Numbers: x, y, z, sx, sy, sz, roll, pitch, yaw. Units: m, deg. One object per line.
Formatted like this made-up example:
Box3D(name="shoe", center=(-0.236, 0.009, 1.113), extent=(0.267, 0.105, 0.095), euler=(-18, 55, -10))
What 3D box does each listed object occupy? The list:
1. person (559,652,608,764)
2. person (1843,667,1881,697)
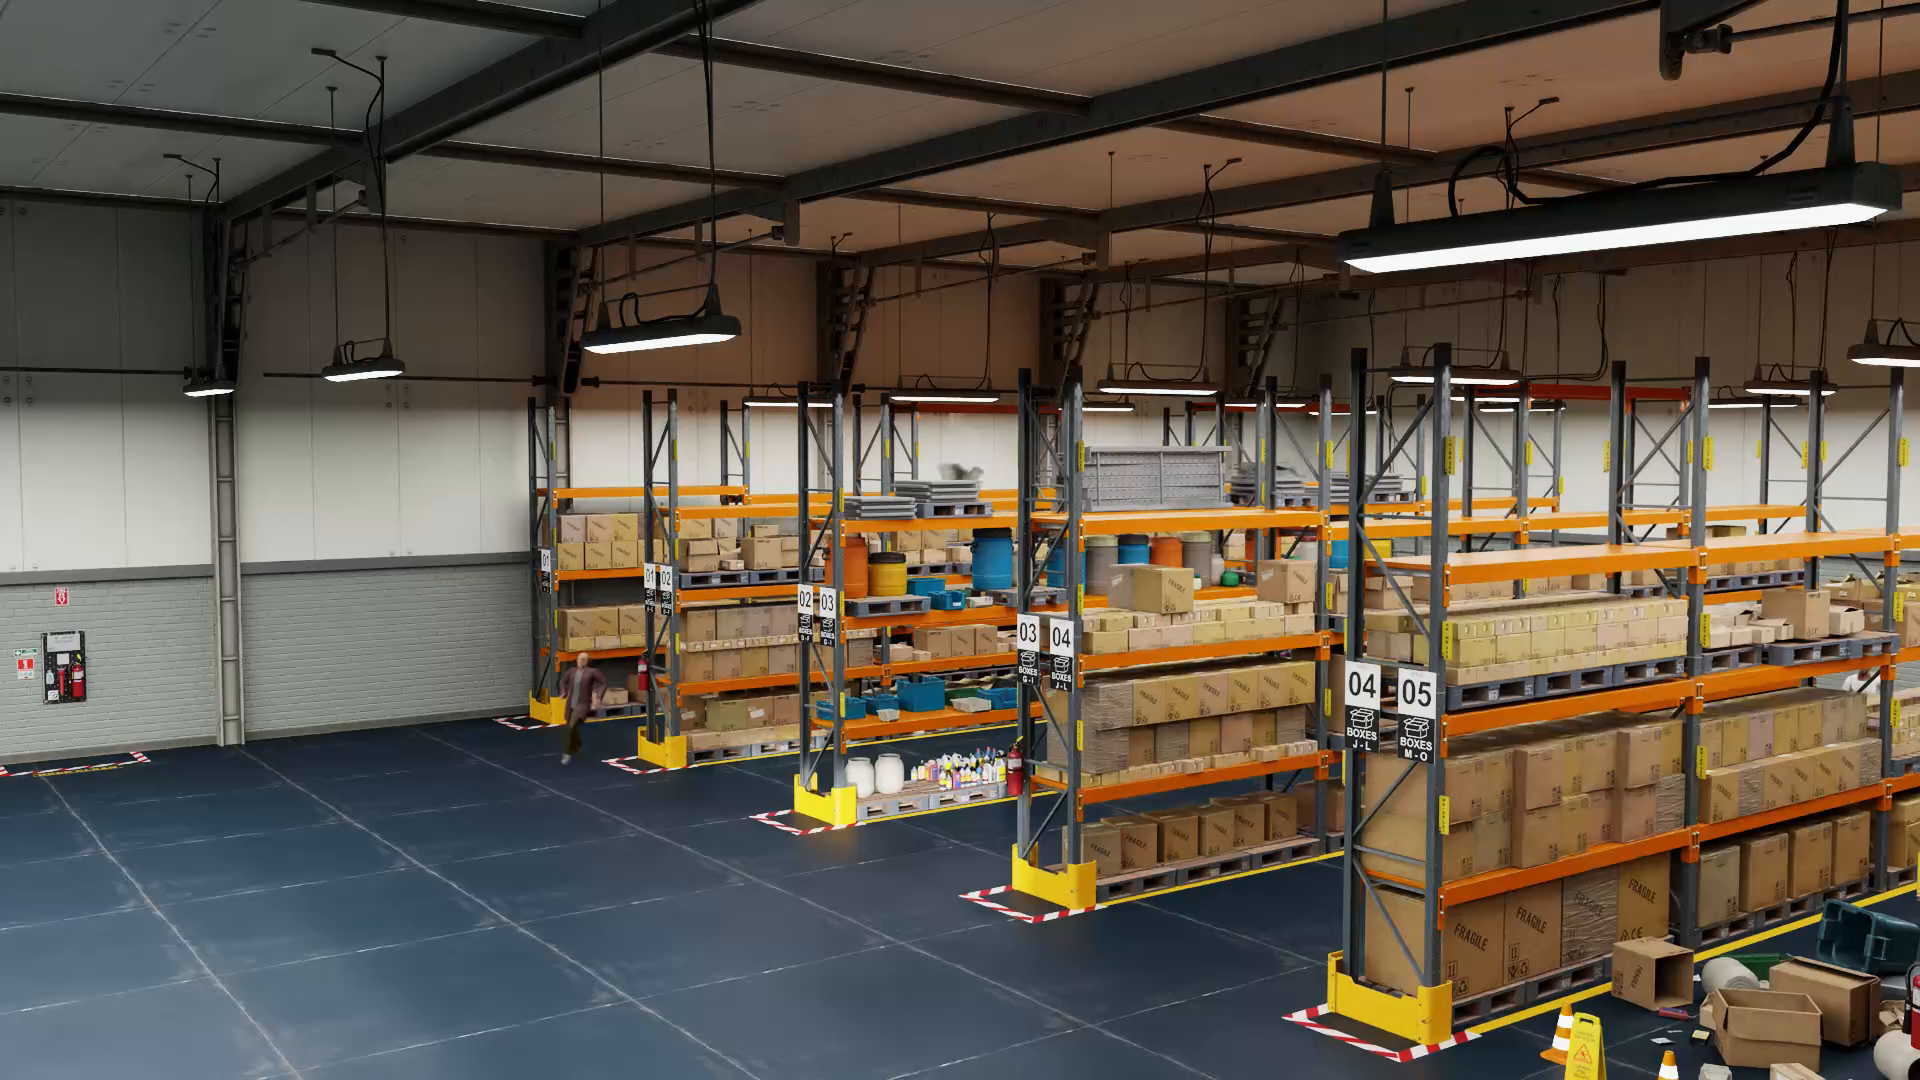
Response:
Box3D(name="person", center=(-6.134, 2.712, 26.921), extent=(0.769, 1.802, 0.751), euler=(1, 4, 20))
Box3D(name="person", center=(14.487, 2.743, 26.609), extent=(0.719, 1.715, 0.616), euler=(2, 4, 35))
